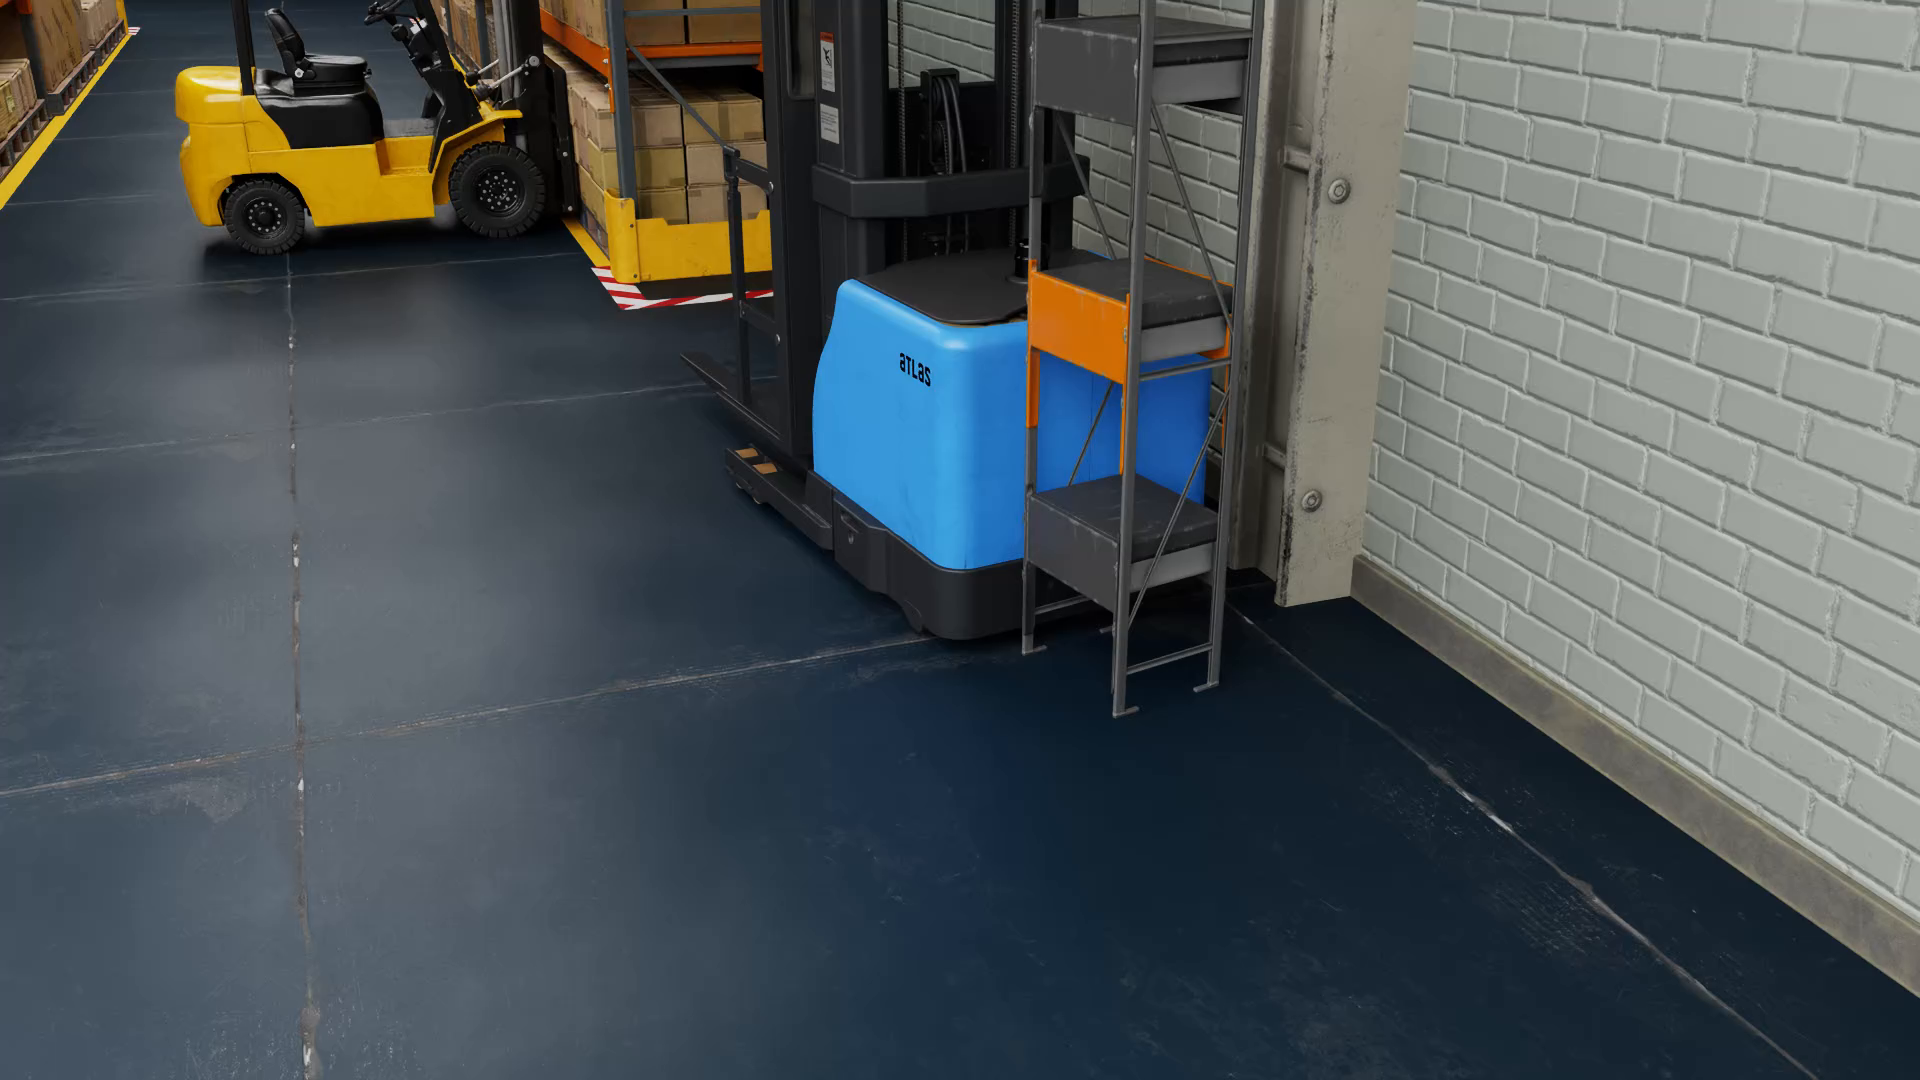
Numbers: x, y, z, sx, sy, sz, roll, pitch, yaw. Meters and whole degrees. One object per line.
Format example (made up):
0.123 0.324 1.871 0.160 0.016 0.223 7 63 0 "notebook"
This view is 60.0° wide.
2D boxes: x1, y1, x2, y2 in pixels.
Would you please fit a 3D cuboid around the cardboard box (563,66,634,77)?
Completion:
-2.539 -3.112 11.483 0.500 0.250 0.500 -9 24 -20 "cardboard box"

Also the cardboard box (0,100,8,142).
-8.039 -3.253 12.948 0.950 0.372 0.625 -7 24 -16 "cardboard box"

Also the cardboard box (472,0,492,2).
-4.954 -5.637 17.604 0.380 0.149 0.250 -9 25 -21 "cardboard box"

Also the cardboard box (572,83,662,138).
-2.179 -2.745 10.612 0.500 0.250 0.500 -8 24 -18 "cardboard box"

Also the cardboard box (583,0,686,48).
-1.959 -3.237 9.939 0.500 0.500 0.500 -9 24 -20 "cardboard box"

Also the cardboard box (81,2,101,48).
-10.542 -5.982 19.338 0.875 0.438 0.875 -9 24 -20 "cardboard box"

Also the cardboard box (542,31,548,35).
-3.681 -4.345 15.213 0.875 0.625 0.625 -9 25 -21 "cardboard box"

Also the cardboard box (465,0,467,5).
-5.381 -6.116 18.742 0.380 0.149 0.250 -7 24 -17 "cardboard box"

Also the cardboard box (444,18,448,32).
-6.250 -6.450 20.822 0.380 0.149 0.250 -9 25 -21 "cardboard box"

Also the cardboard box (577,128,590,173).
-2.171 -2.523 10.729 0.500 0.250 0.500 -9 24 -20 "cardboard box"

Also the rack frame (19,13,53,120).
-9.008 -5.273 14.898 1.000 3.000 0.127 -8 24 -19 "rack frame"

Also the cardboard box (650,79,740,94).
-1.712 -2.817 10.784 0.500 0.250 0.500 -8 24 -19 "cardboard box"

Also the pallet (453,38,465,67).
-5.456 -5.833 19.818 1.003 0.211 1.213 -8 24 -19 "pallet"

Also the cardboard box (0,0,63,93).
-9.174 -4.749 15.851 0.875 0.875 0.875 -9 24 -19 "cardboard box"

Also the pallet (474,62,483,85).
-4.594 -4.946 17.714 1.003 0.211 1.213 -8 24 -19 "pallet"

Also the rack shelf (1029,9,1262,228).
0.502 -1.189 4.599 0.431 0.518 0.480 -14 26 -29 "rack shelf"

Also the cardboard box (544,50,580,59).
-2.904 -3.483 12.363 0.500 0.250 0.500 -8 24 -19 "cardboard box"

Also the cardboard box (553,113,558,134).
-2.546 -2.890 11.600 0.500 0.250 0.500 -8 24 -19 "cardboard box"

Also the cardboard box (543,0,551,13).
-2.660 -3.980 11.702 0.500 0.500 0.500 -9 24 -20 "cardboard box"

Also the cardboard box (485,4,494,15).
-4.777 -5.440 17.138 0.380 0.149 0.250 -10 25 -22 "cardboard box"

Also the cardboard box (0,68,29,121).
-8.549 -3.782 14.203 0.950 0.372 0.625 -9 24 -20 "cardboard box"

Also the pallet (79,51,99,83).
-10.078 -5.171 18.247 1.003 0.211 1.213 -8 24 -19 "pallet"

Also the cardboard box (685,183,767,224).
-1.530 -2.180 10.560 0.500 0.250 0.500 -8 24 -19 "cardboard box"

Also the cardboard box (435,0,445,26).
-6.432 -6.975 21.615 0.700 0.500 0.500 -9 25 -21 "cardboard box"

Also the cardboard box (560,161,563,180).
-2.540 -2.653 11.681 0.500 0.250 0.500 -8 24 -17 "cardboard box"

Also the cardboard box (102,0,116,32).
-11.176 -6.635 20.888 0.875 0.438 0.875 -8 24 -18 "cardboard box"

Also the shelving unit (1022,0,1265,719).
0.502 -0.556 4.866 0.431 2.100 0.503 -14 26 -29 "shelving unit"

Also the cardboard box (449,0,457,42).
-5.818 -6.243 19.879 0.500 0.500 0.500 -7 24 -17 "cardboard box"

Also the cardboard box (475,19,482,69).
-4.716 -5.121 17.215 0.500 0.500 0.500 -8 24 -17 "cardboard box"

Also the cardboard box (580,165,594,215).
-2.168 -2.284 10.806 0.500 0.250 0.500 -8 24 -19 "cardboard box"

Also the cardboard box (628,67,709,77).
-2.053 -3.187 11.662 0.500 0.250 0.500 -9 24 -20 "cardboard box"

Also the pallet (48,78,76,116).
-9.216 -4.284 16.143 1.003 0.211 1.213 -8 24 -19 "pallet"

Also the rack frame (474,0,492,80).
-4.365 -5.955 16.517 1.000 3.000 0.127 -8 24 -19 "rack frame"

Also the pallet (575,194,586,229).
-2.276 -2.478 11.857 1.003 0.211 1.213 -8 24 -19 "pallet"

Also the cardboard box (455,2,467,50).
-5.448 -5.869 18.991 0.500 0.500 0.500 -9 25 -21 "cardboard box"

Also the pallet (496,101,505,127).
-3.684 -3.923 15.286 1.003 0.211 1.213 -8 24 -19 "pallet"

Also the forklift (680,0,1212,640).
-0.295 -1.564 6.187 1.130 2.935 3.031 -12 26 -26 "forklift"

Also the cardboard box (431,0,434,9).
-6.798 -7.352 22.509 0.700 0.500 0.500 -7 24 -17 "cardboard box"

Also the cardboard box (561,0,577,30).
-2.315 -3.613 10.831 0.500 0.500 0.500 -9 24 -20 "cardboard box"

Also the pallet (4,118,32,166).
-8.306 -3.261 13.715 1.003 0.211 1.213 -8 24 -19 "pallet"

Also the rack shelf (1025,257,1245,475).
0.502 -0.544 4.871 0.431 0.518 0.480 -14 26 -29 "rack shelf"

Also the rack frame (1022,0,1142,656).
0.373 -0.637 5.057 0.400 2.100 0.015 -14 26 -29 "rack frame"

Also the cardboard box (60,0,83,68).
-9.800 -5.399 17.392 0.875 0.875 0.875 -8 24 -17 "cardboard box"

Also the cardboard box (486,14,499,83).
-4.158 -4.826 16.354 0.875 0.625 0.625 -8 24 -17 "cardboard box"

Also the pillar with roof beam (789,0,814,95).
-4.969 -5.599 7.947 9.100 9.000 0.400 -8 24 -19 "pillar with roof beam"

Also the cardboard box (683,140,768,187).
-1.511 -2.404 10.448 0.500 0.250 0.500 -8 24 -18 "cardboard box"

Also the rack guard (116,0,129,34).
-11.842 -7.036 22.300 1.175 0.500 0.348 -8 24 -19 "rack guard"

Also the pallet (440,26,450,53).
-6.020 -6.373 21.099 1.003 0.211 1.213 -8 24 -19 "pallet"

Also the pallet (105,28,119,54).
-11.051 -6.172 20.622 1.003 0.211 1.213 -8 24 -19 "pallet"

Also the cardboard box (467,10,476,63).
-5.070 -5.494 18.100 0.500 0.500 0.500 -7 24 -17 "cardboard box"

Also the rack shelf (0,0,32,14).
-8.301 -4.214 13.313 1.077 0.370 4.000 -8 24 -19 "rack shelf"
